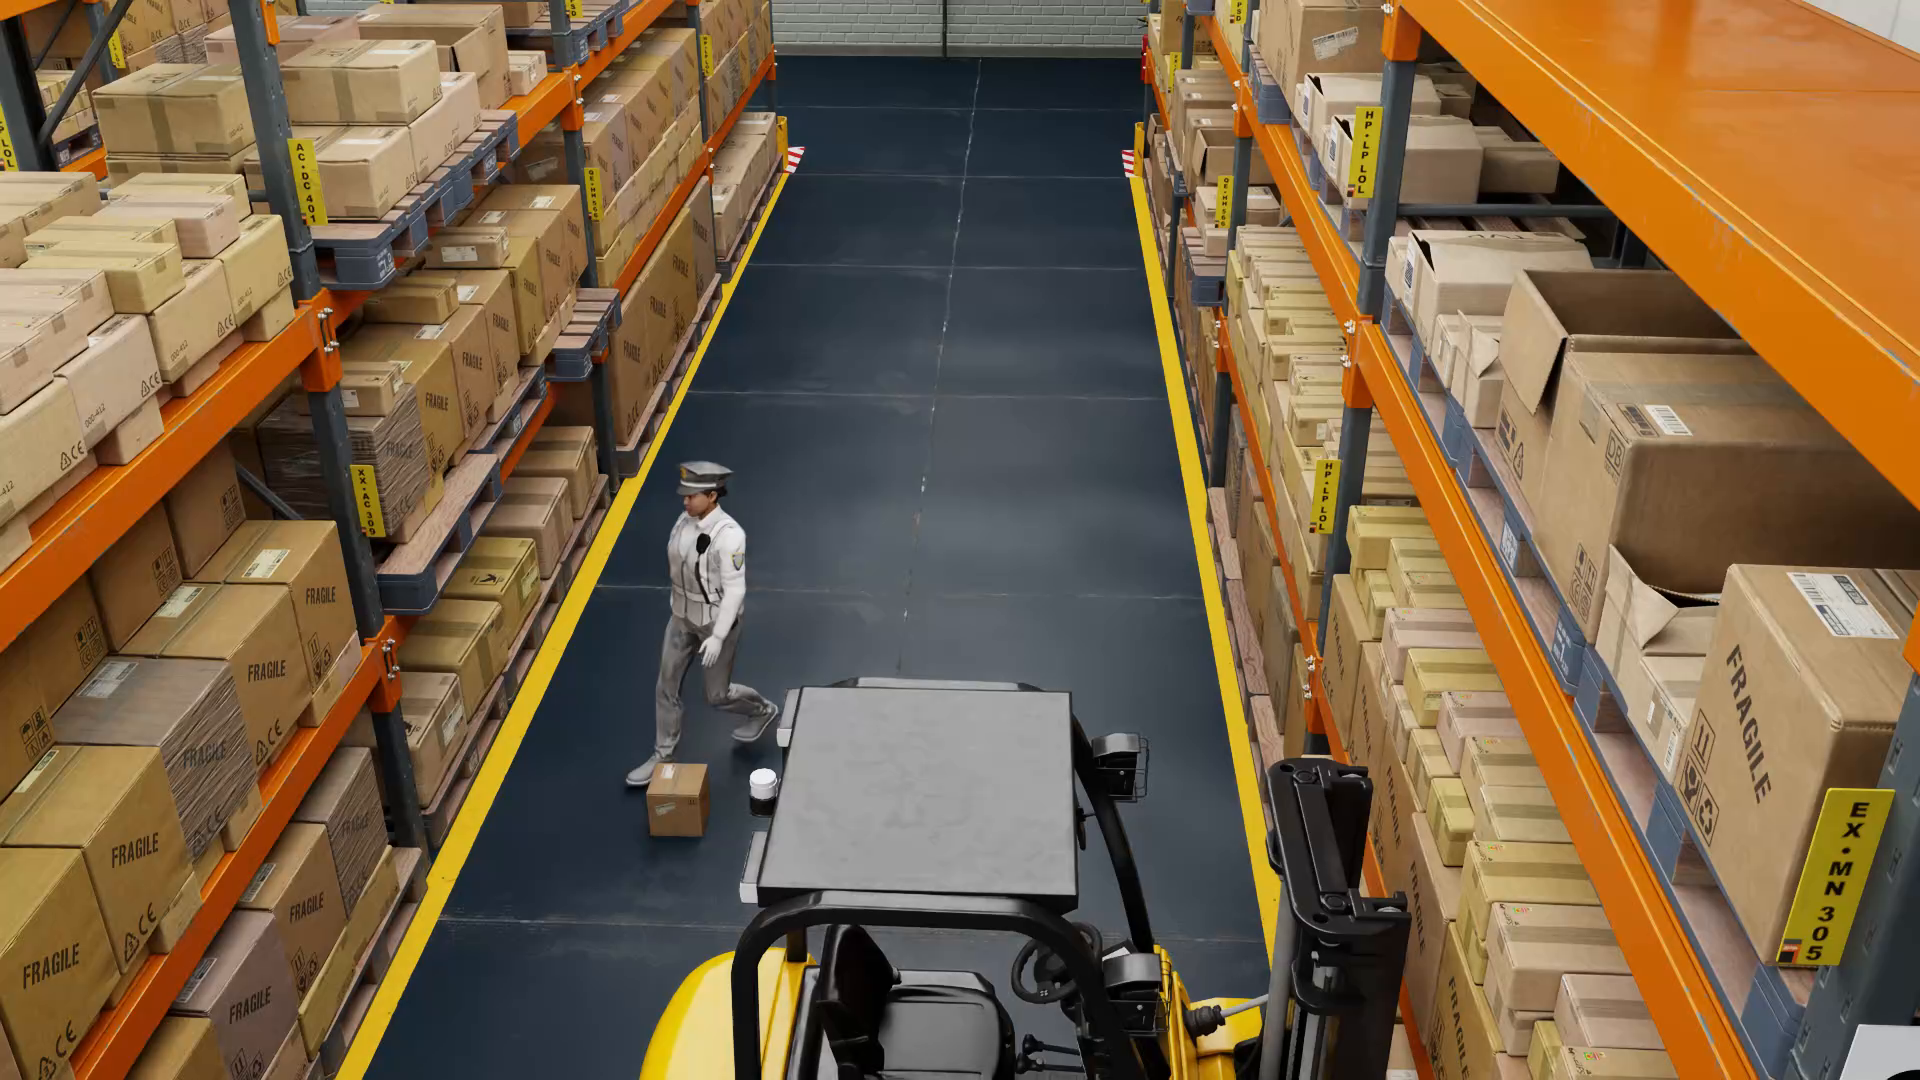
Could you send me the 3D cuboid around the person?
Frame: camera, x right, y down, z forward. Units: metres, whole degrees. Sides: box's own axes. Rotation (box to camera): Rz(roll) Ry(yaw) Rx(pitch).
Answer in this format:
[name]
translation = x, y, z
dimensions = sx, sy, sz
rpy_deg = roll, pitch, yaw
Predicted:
[person]
translation = -1.299, 0.403, 8.110
dimensions = 0.490, 1.627, 0.831
rpy_deg = 21, 35, 34
